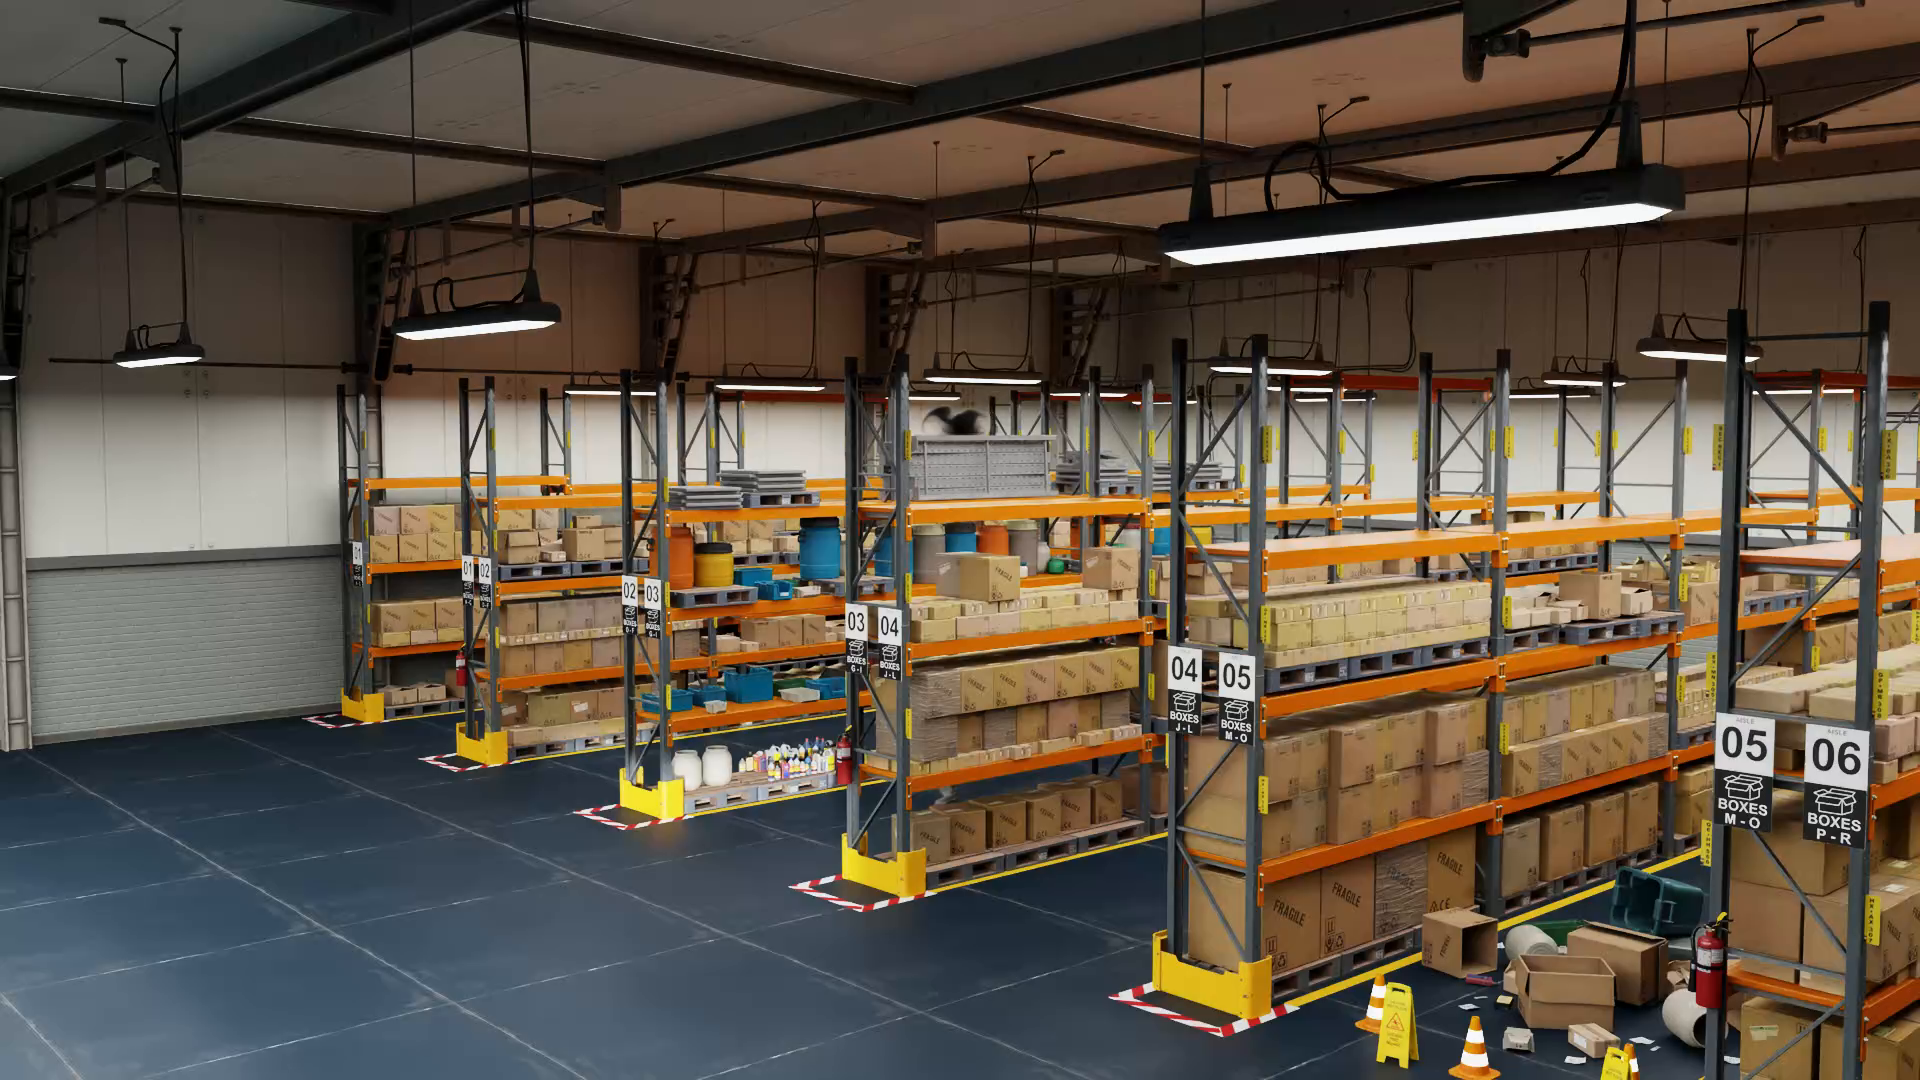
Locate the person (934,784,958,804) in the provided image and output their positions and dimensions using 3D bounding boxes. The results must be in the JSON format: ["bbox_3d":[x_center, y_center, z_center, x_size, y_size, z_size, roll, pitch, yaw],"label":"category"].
[{"bbox_3d":[-0.287,2.894,22.816,0.693,1.566,0.815,3,5,36],"label":"person"}]

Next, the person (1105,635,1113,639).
[{"bbox_3d":[2.933,2.007,31.306,0.628,1.728,0.871,3,5,42],"label":"person"}]
